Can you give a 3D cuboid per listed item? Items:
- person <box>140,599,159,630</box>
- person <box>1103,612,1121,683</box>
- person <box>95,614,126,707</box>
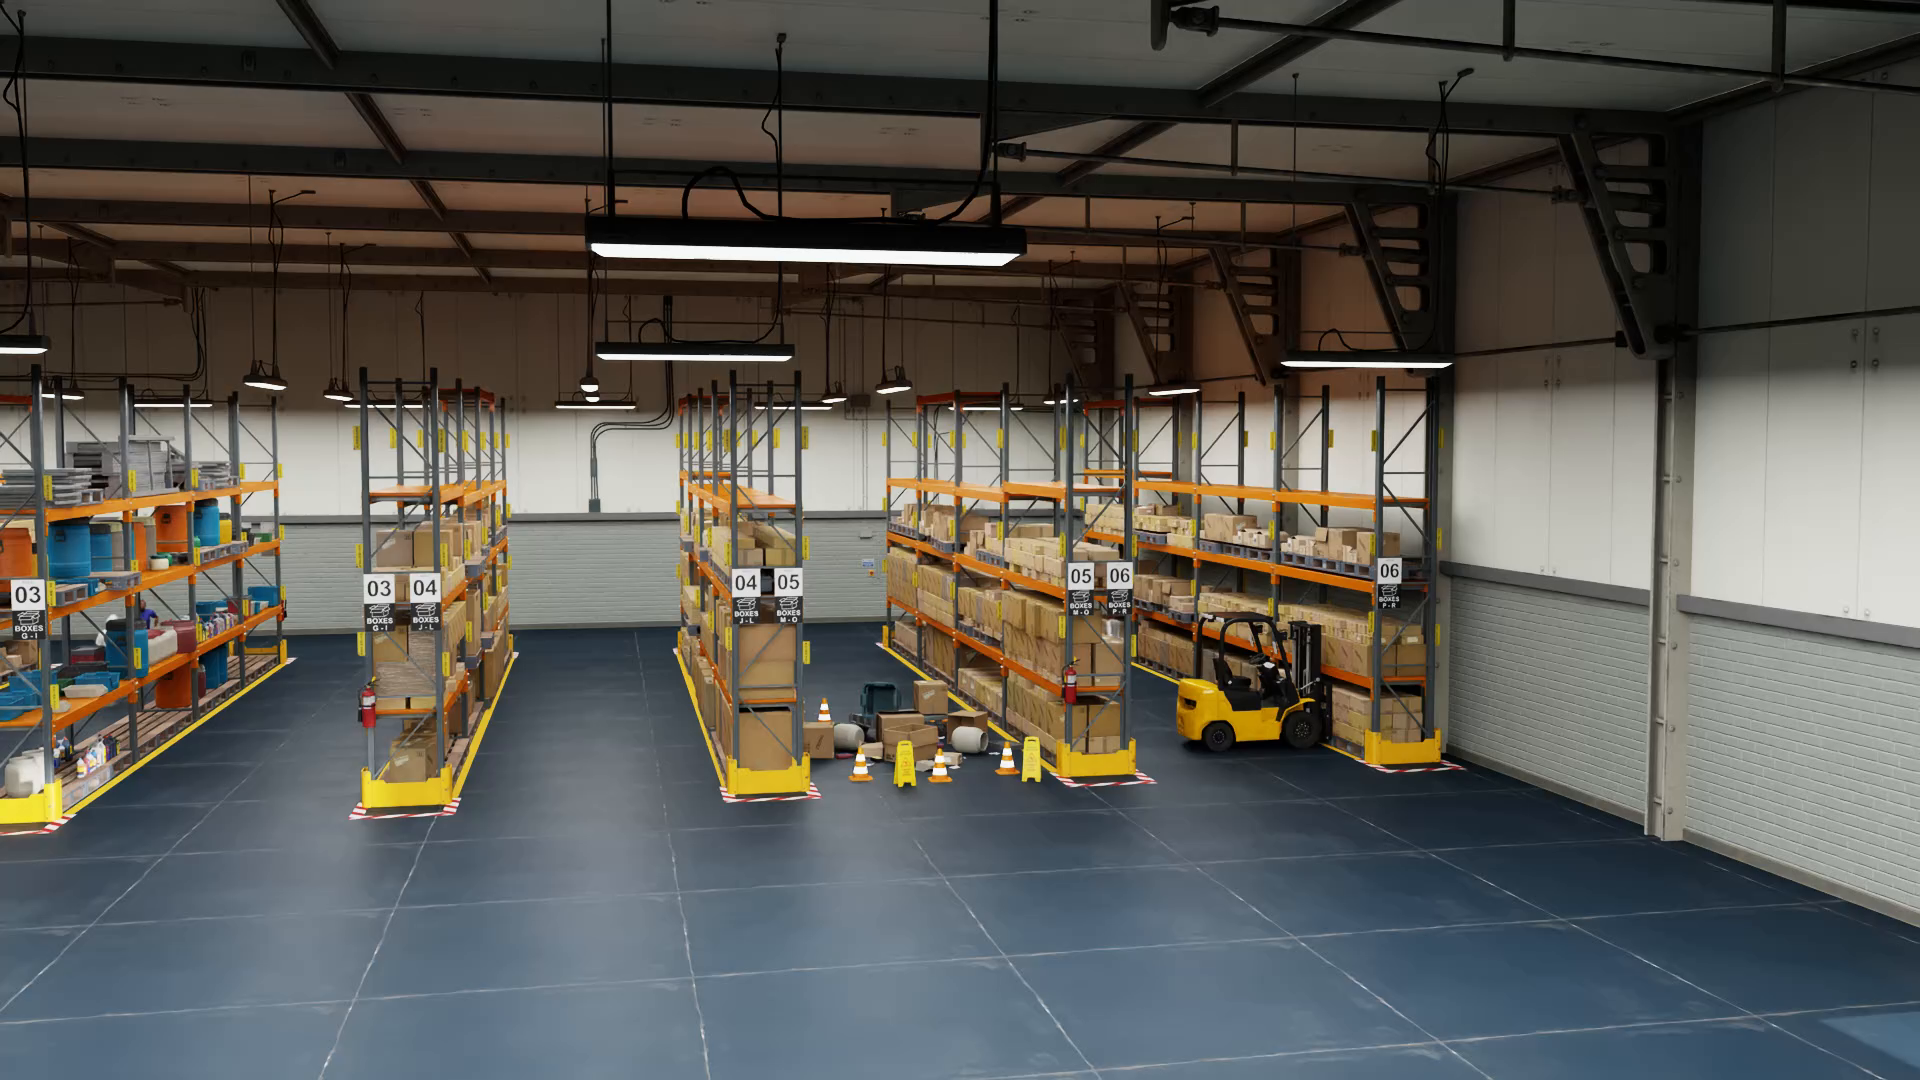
[{"bbox_3d":[-17.823,2.062,36.316,0.510,1.567,0.730,0,3,-3],"label":"person"},{"bbox_3d":[3.119,2.199,34.017,0.412,1.616,0.629,-2,4,-27],"label":"person"},{"bbox_3d":[-16.022,2.262,31.529,0.659,1.744,0.657,-1,4,-21],"label":"person"}]
